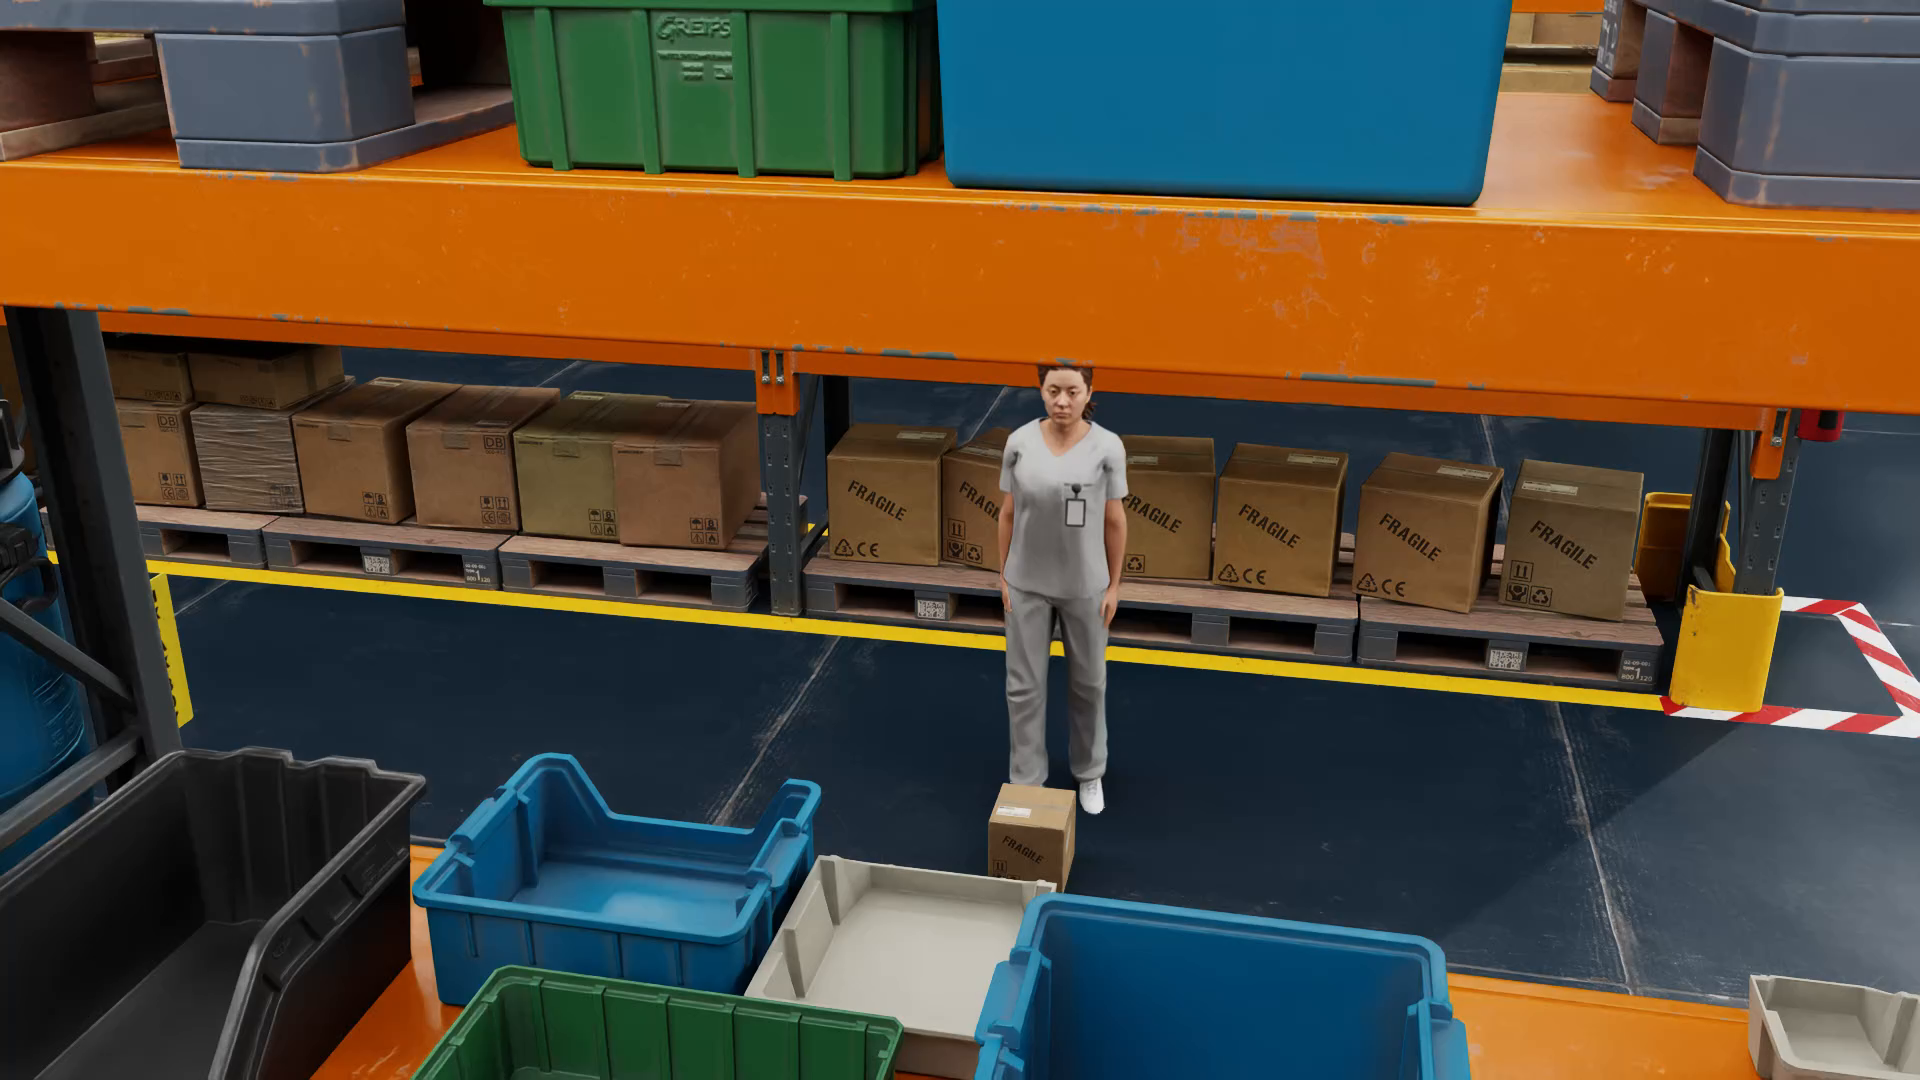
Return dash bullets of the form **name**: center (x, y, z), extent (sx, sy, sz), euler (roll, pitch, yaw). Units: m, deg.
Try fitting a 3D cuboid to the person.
- **person**: center (0.338, 0.178, 5.687), extent (0.441, 1.704, 0.467), euler (5, 22, 12)
